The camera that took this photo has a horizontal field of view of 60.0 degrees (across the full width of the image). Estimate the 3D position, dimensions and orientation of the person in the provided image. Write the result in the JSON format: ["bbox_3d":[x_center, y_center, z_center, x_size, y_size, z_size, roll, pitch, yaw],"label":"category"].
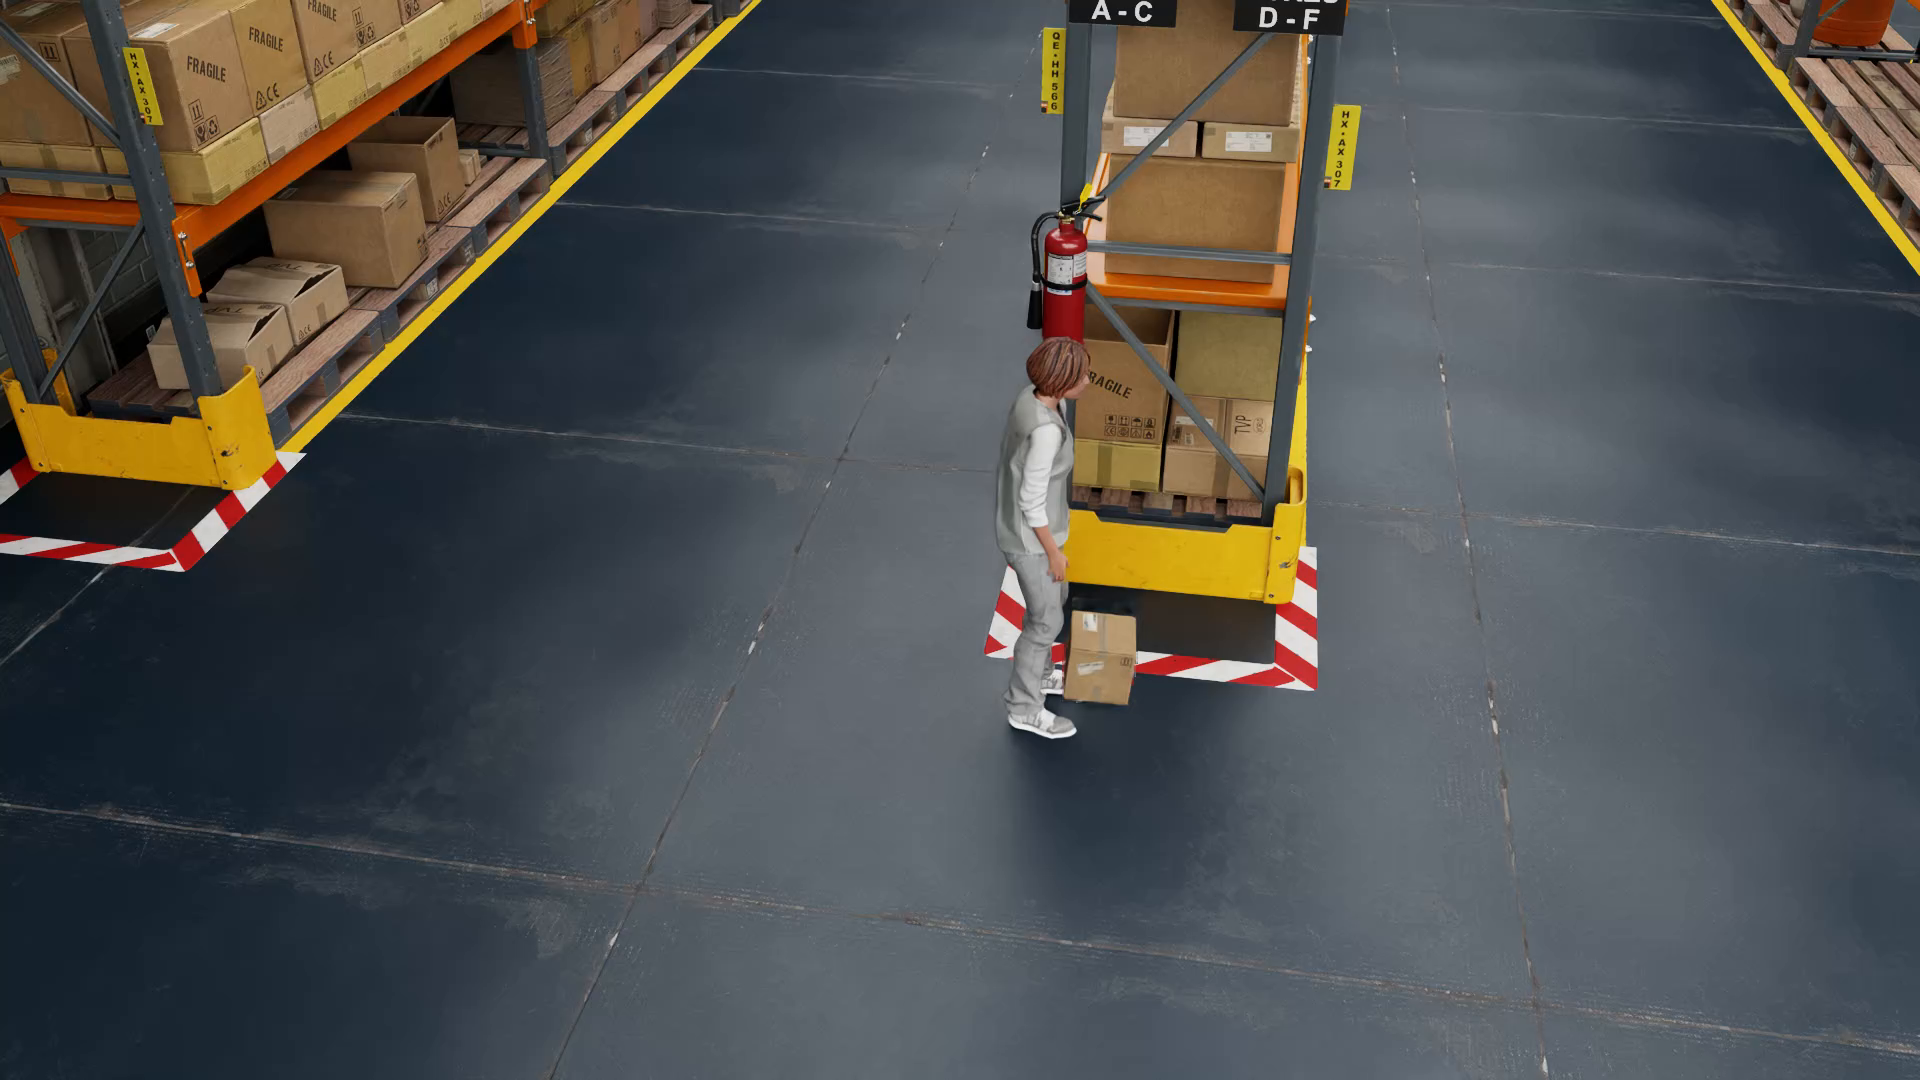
[{"bbox_3d":[0.314,-0.022,6.180,0.374,1.595,0.458,2,33,3],"label":"person"}]
